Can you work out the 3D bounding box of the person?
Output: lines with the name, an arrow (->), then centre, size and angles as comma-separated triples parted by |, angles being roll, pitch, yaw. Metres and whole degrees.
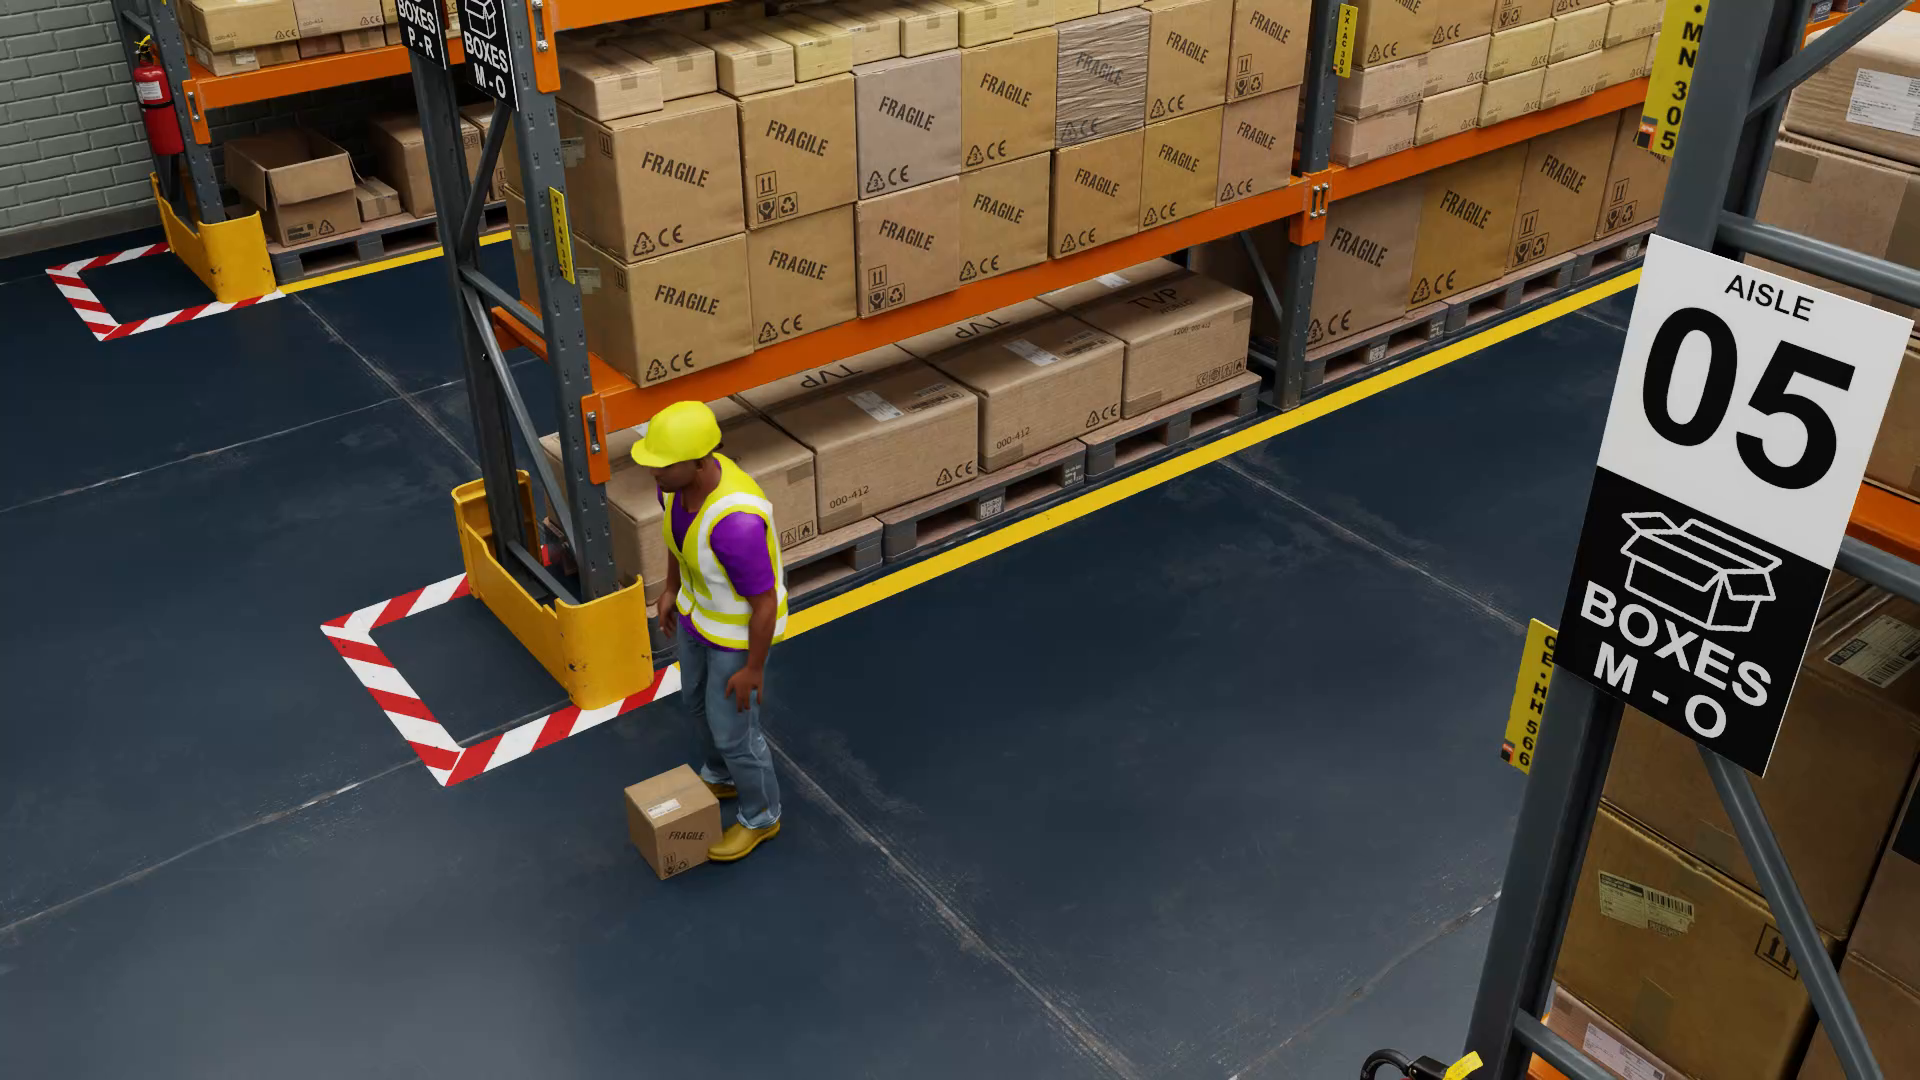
person -> -0.829, 0.300, 5.638 | 0.455, 1.761, 0.637 | -20, 37, -29
